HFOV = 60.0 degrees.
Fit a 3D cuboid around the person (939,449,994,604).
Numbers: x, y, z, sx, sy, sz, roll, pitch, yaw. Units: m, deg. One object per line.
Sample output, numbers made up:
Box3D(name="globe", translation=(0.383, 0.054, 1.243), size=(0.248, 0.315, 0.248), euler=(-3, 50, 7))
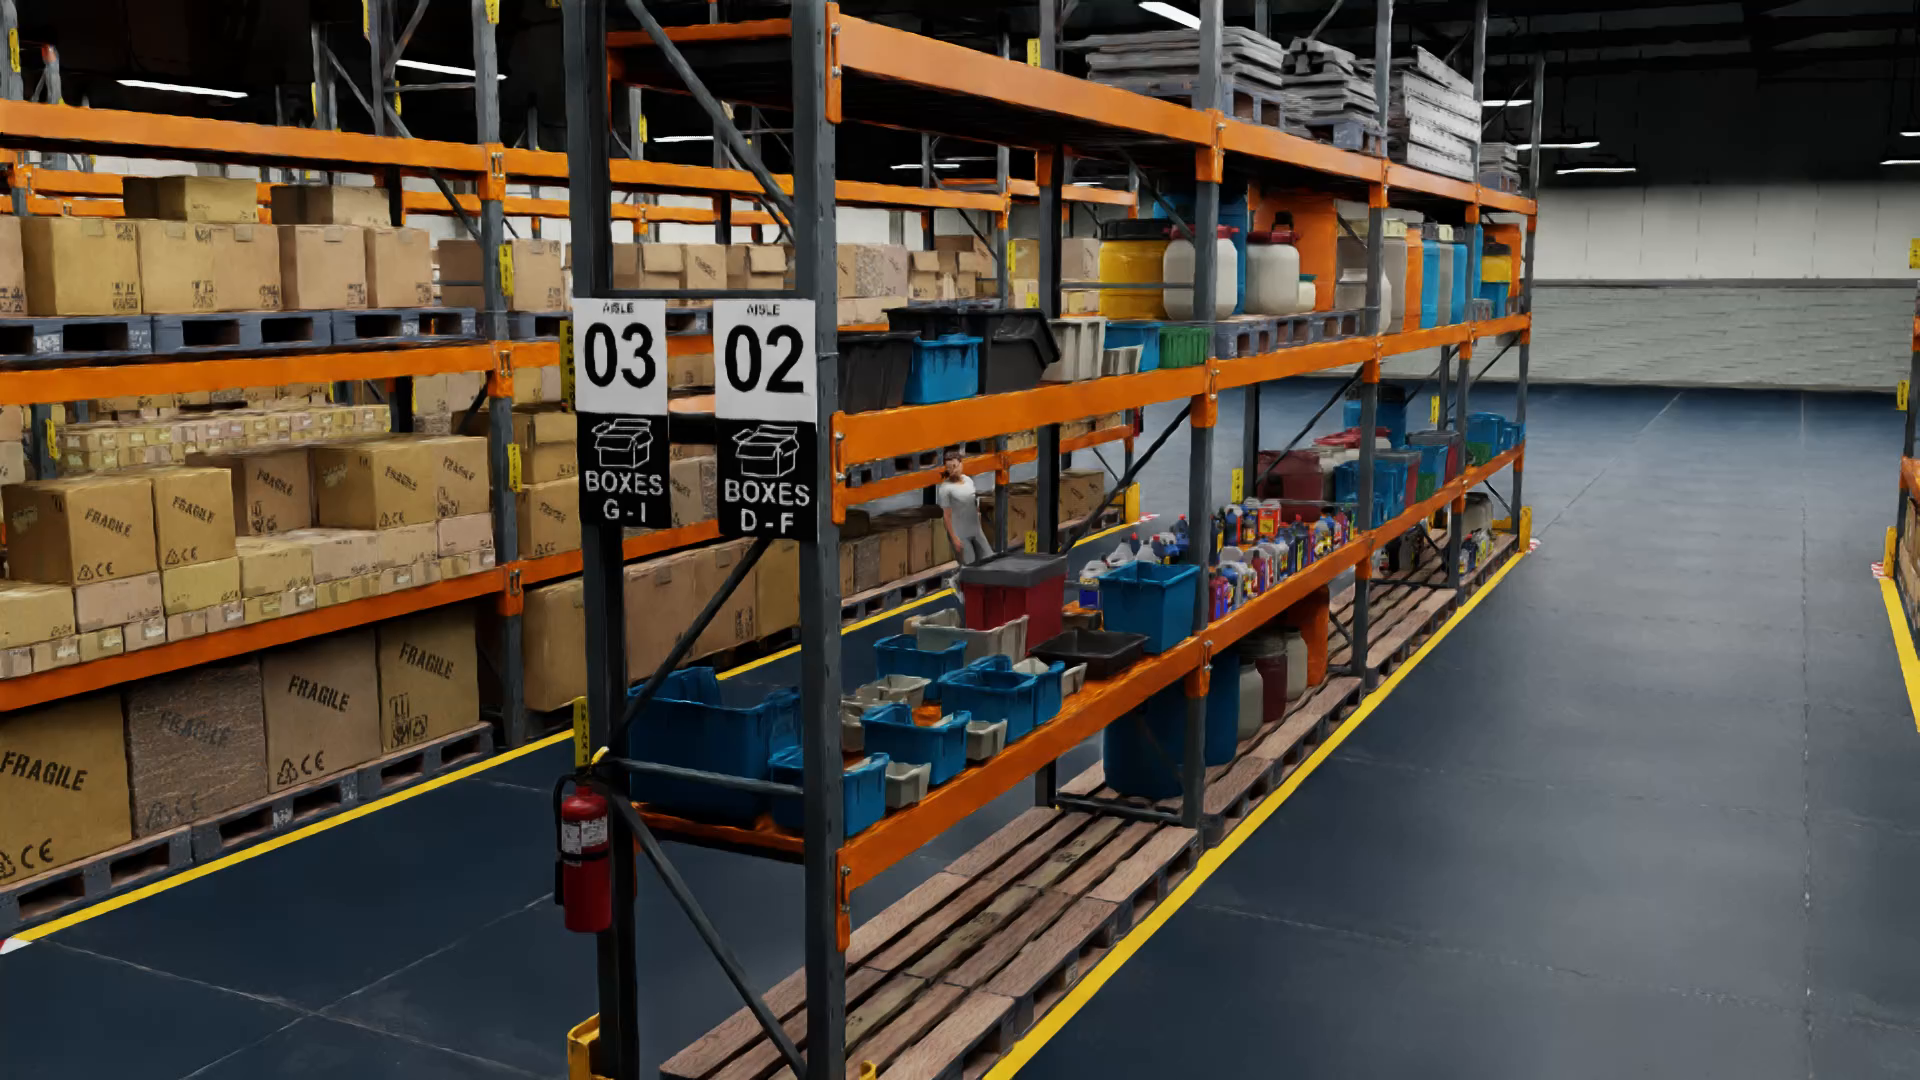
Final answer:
Box3D(name="person", translation=(0.036, -0.045, 15.673), size=(0.605, 1.641, 0.553), euler=(8, 12, 40))
